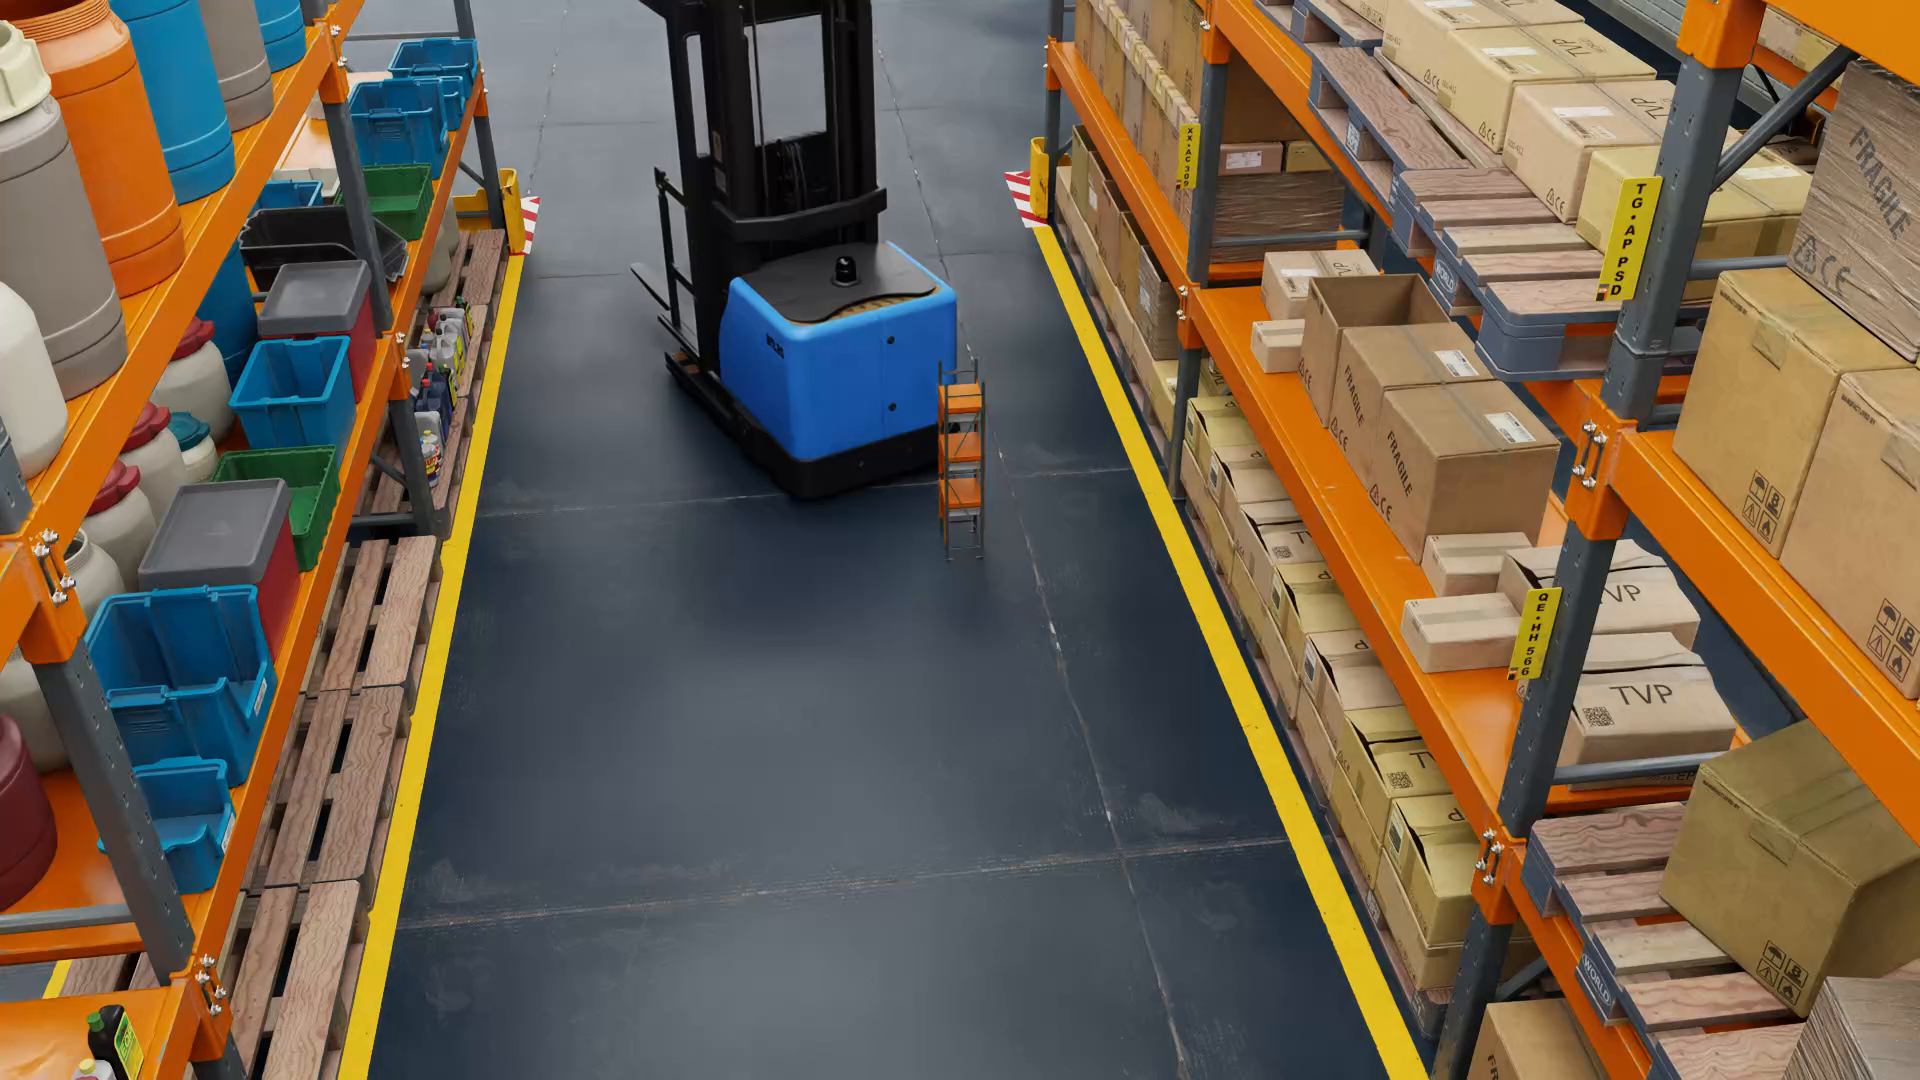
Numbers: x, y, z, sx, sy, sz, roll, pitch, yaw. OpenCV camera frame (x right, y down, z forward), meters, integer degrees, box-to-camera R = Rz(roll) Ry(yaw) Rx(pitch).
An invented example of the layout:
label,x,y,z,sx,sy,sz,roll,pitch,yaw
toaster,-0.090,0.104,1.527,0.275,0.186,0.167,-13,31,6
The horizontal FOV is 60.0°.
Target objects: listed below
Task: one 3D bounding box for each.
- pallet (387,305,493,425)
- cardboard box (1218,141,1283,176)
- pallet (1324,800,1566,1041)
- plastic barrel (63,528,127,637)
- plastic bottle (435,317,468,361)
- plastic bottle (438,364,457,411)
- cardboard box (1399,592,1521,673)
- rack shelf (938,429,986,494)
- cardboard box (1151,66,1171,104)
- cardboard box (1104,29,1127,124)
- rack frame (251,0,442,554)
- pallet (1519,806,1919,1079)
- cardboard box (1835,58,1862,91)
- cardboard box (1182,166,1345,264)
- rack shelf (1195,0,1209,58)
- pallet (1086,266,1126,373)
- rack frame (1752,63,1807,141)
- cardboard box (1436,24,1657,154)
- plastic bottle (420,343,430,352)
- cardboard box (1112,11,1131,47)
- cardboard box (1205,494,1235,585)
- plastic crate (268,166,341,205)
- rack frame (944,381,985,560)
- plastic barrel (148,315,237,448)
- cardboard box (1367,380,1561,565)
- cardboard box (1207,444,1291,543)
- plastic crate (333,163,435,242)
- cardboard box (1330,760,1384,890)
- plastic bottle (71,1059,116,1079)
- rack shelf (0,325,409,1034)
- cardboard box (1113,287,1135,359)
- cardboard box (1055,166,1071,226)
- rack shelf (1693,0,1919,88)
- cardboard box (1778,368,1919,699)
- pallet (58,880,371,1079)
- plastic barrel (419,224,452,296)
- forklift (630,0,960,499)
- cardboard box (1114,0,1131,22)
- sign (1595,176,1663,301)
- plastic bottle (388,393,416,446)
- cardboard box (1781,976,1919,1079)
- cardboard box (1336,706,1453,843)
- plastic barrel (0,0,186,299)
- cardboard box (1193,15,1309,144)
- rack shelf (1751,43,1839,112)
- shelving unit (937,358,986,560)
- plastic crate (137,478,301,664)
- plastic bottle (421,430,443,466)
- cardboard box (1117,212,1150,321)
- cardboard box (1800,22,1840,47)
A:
label,x,y,z,sx,sy,sz,roll,pitch,yaw
pallet,-3.461,-1.059,10.246,1.003,0.211,1.213,-4,35,-6
cardboard box,1.415,-1.969,8.440,0.380,0.149,0.250,-4,35,-6
pallet,2.130,1.398,6.640,1.003,0.211,1.213,-4,35,-6
plastic barrel,-3.114,0.241,5.761,0.421,0.512,0.421,0,34,0
plastic bottle,-3.076,-1.228,10.045,0.152,0.276,0.135,-5,35,-8
plastic bottle,-2.949,-0.893,9.547,0.061,0.283,0.133,-3,34,-4
cardboard box,1.807,0.330,5.953,0.380,0.149,0.250,-4,35,-6
rack shelf,0.007,-0.395,8.545,0.215,0.259,0.240,-4,35,-6
cardboard box,1.280,-2.537,9.274,0.380,0.149,0.250,-5,35,-7
cardboard box,1.313,-2.966,10.479,0.700,0.500,0.500,-4,34,-6
rack frame,-3.245,-1.151,7.905,1.000,3.000,0.127,-4,35,-6
pallet,2.363,1.160,4.684,1.213,0.211,1.003,-4,35,-6
cardboard box,5.998,-2.928,10.627,0.500,0.250,0.500,-4,34,-6
cardboard box,1.598,-1.813,8.787,0.700,0.500,0.500,-5,35,-8
rack shelf,1.395,-3.583,9.448,1.077,0.370,4.000,-4,35,-6
pallet,1.431,-1.502,10.894,1.003,0.211,1.213,-4,35,-6
rack frame,6.034,-4.134,12.281,1.000,3.000,0.127,-4,35,-6
cardboard box,1.931,-1.504,5.518,0.500,0.250,0.500,-5,35,-7
plastic bottle,-3.164,-1.072,9.882,0.097,0.201,0.097,0,34,0
cardboard box,1.141,-3.112,10.117,0.380,0.149,0.250,-5,35,-7
cardboard box,1.540,-0.033,8.332,0.500,0.250,0.500,-4,34,-5
plastic crate,-3.714,-1.929,9.280,0.530,0.136,0.437,-4,35,-6
rack frame,0.024,-0.336,8.439,0.200,1.050,0.008,-4,35,-6
plastic barrel,-3.334,-0.657,7.059,0.433,0.535,0.433,0,34,0
cardboard box,1.960,-0.269,6.521,0.500,0.500,0.500,-6,35,-9
cardboard box,1.535,-0.264,8.174,0.500,0.311,0.500,-5,35,-7
plastic crate,-3.148,-1.843,9.107,0.450,0.188,0.662,-4,35,-6
cardboard box,1.817,1.108,6.658,0.500,0.250,0.500,-5,35,-7
plastic bottle,-2.232,1.422,4.305,0.097,0.201,0.097,0,34,0
rack shelf,-2.976,0.262,6.470,1.077,0.370,4.000,-4,35,-6
cardboard box,1.246,-1.362,10.282,0.500,0.250,0.500,-4,35,-6
cardboard box,0.978,-2.478,11.920,0.500,0.250,0.500,-4,35,-6
rack shelf,2.471,-0.193,2.165,1.077,0.370,4.000,-4,35,-6
cardboard box,2.363,-0.048,3.533,0.910,0.500,0.500,-4,35,-6
pallet,-2.773,1.798,6.053,1.003,0.211,1.213,-4,35,-6
plastic barrel,-3.551,-1.888,10.822,0.421,0.512,0.421,0,34,0
forklift,-1.173,-2.241,9.564,1.130,2.935,3.031,-18,38,-24
cardboard box,1.328,-3.469,10.064,0.700,0.500,0.500,-4,35,-6
sign,1.651,-0.741,4.109,0.100,0.325,0.005,-4,35,-6
plastic bottle,-3.085,-0.710,9.218,0.144,0.351,0.185,-4,35,-6
cardboard box,2.332,1.360,3.757,0.700,0.500,0.500,2,34,3
cardboard box,1.811,0.875,6.501,0.500,0.311,0.500,-5,35,-7
plastic barrel,-2.690,-1.176,4.896,0.600,0.830,0.708,-4,35,-6
cardboard box,1.598,-2.349,8.421,0.700,0.500,0.500,-4,34,-6
rack shelf,6.303,-2.721,10.846,1.077,0.370,4.000,-4,35,-6
shelving unit,0.007,-0.404,8.539,0.215,1.050,0.252,-4,35,-6
plastic crate,-2.621,0.129,5.969,0.402,0.464,0.583,-4,35,-6
plastic bottle,-2.881,-0.501,9.045,0.097,0.201,0.097,0,34,0
cardboard box,1.258,-1.673,10.072,0.500,0.500,0.500,-4,35,-6
cardboard box,5.920,-3.536,10.853,0.500,0.500,0.500,-5,35,-8
